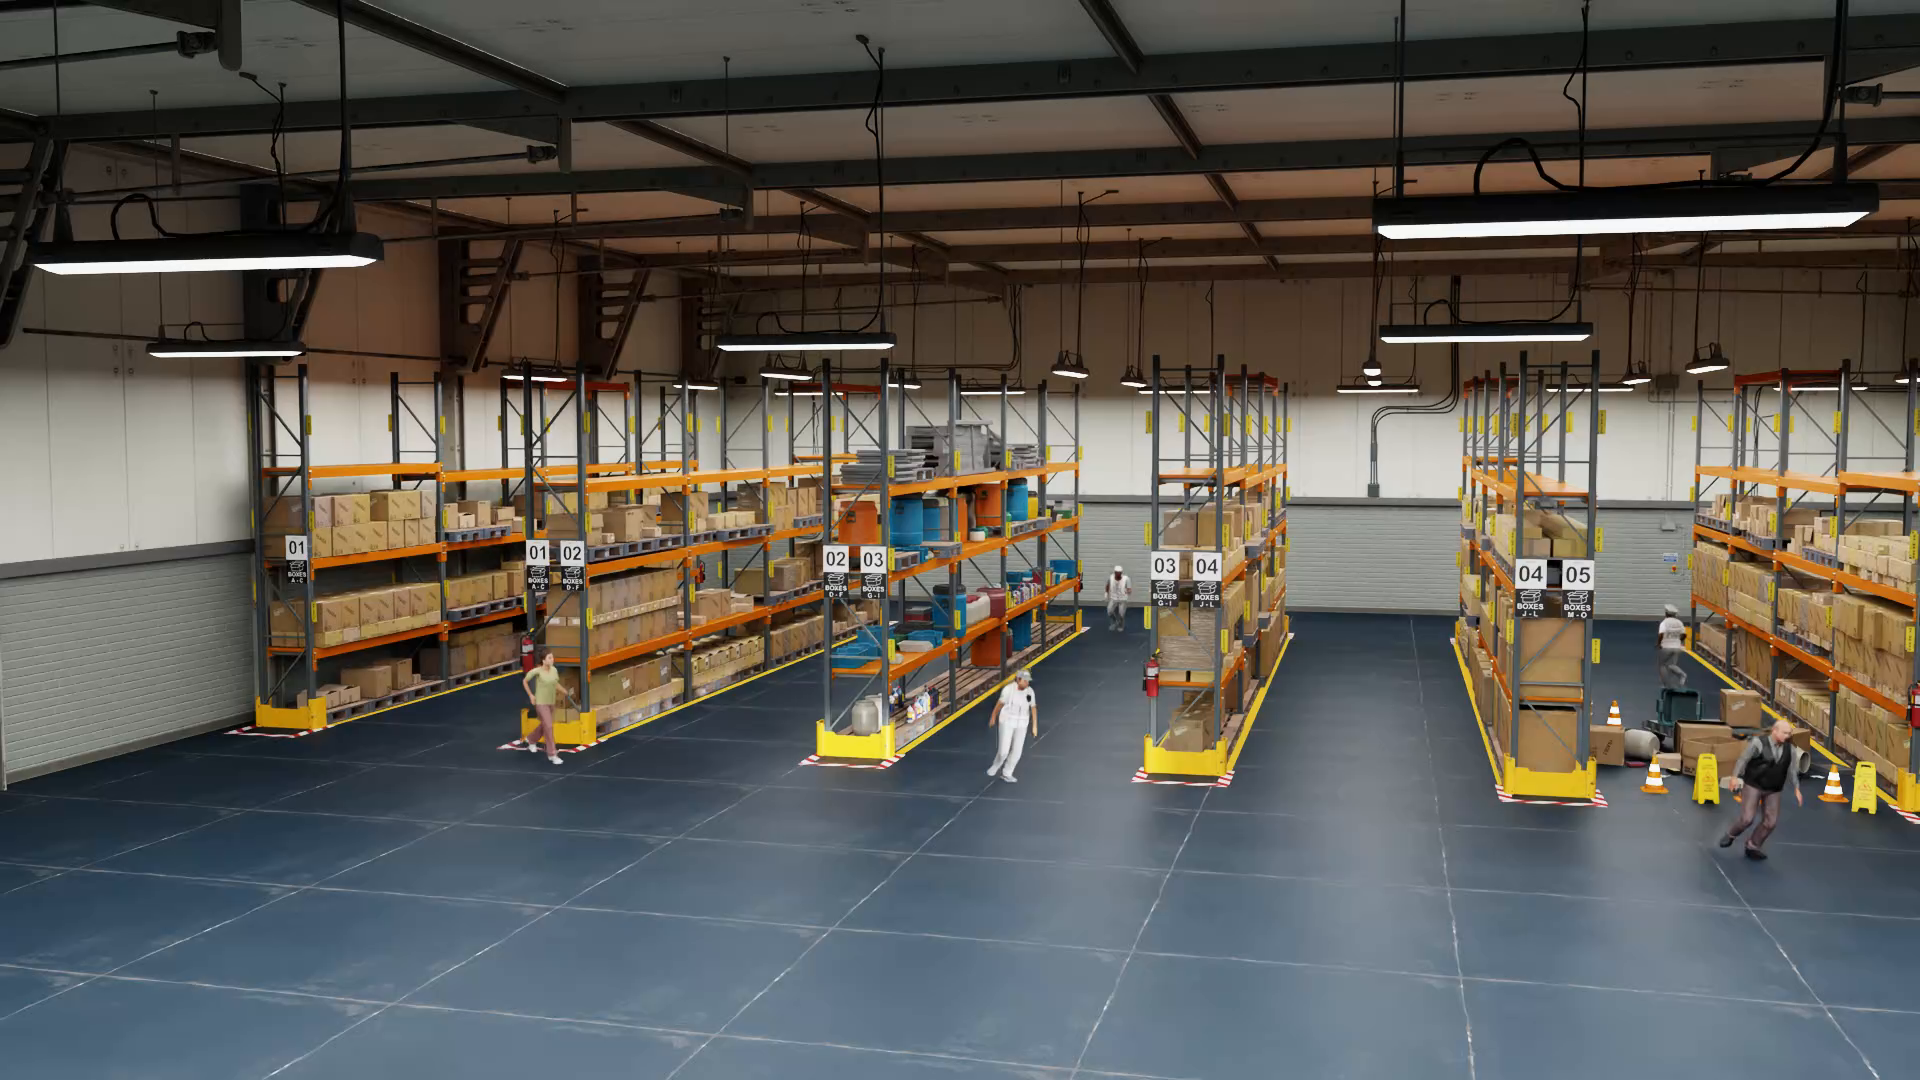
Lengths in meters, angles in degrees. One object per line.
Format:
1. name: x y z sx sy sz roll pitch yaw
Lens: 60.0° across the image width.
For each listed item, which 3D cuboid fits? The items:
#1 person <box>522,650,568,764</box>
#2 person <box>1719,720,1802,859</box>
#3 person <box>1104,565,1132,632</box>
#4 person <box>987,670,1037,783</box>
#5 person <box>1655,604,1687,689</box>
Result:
1. person: -6.238 2.463 24.836 0.947 1.673 0.551 3 5 36
2. person: 9.228 2.852 19.154 0.779 1.639 0.621 0 4 0
3. person: 3.783 1.417 39.955 0.717 1.644 0.902 1 4 15
4. person: 0.744 2.602 23.245 0.650 1.617 0.611 -1 4 -17
5. person: 13.356 2.039 31.188 0.587 1.653 0.646 -1 4 -8
